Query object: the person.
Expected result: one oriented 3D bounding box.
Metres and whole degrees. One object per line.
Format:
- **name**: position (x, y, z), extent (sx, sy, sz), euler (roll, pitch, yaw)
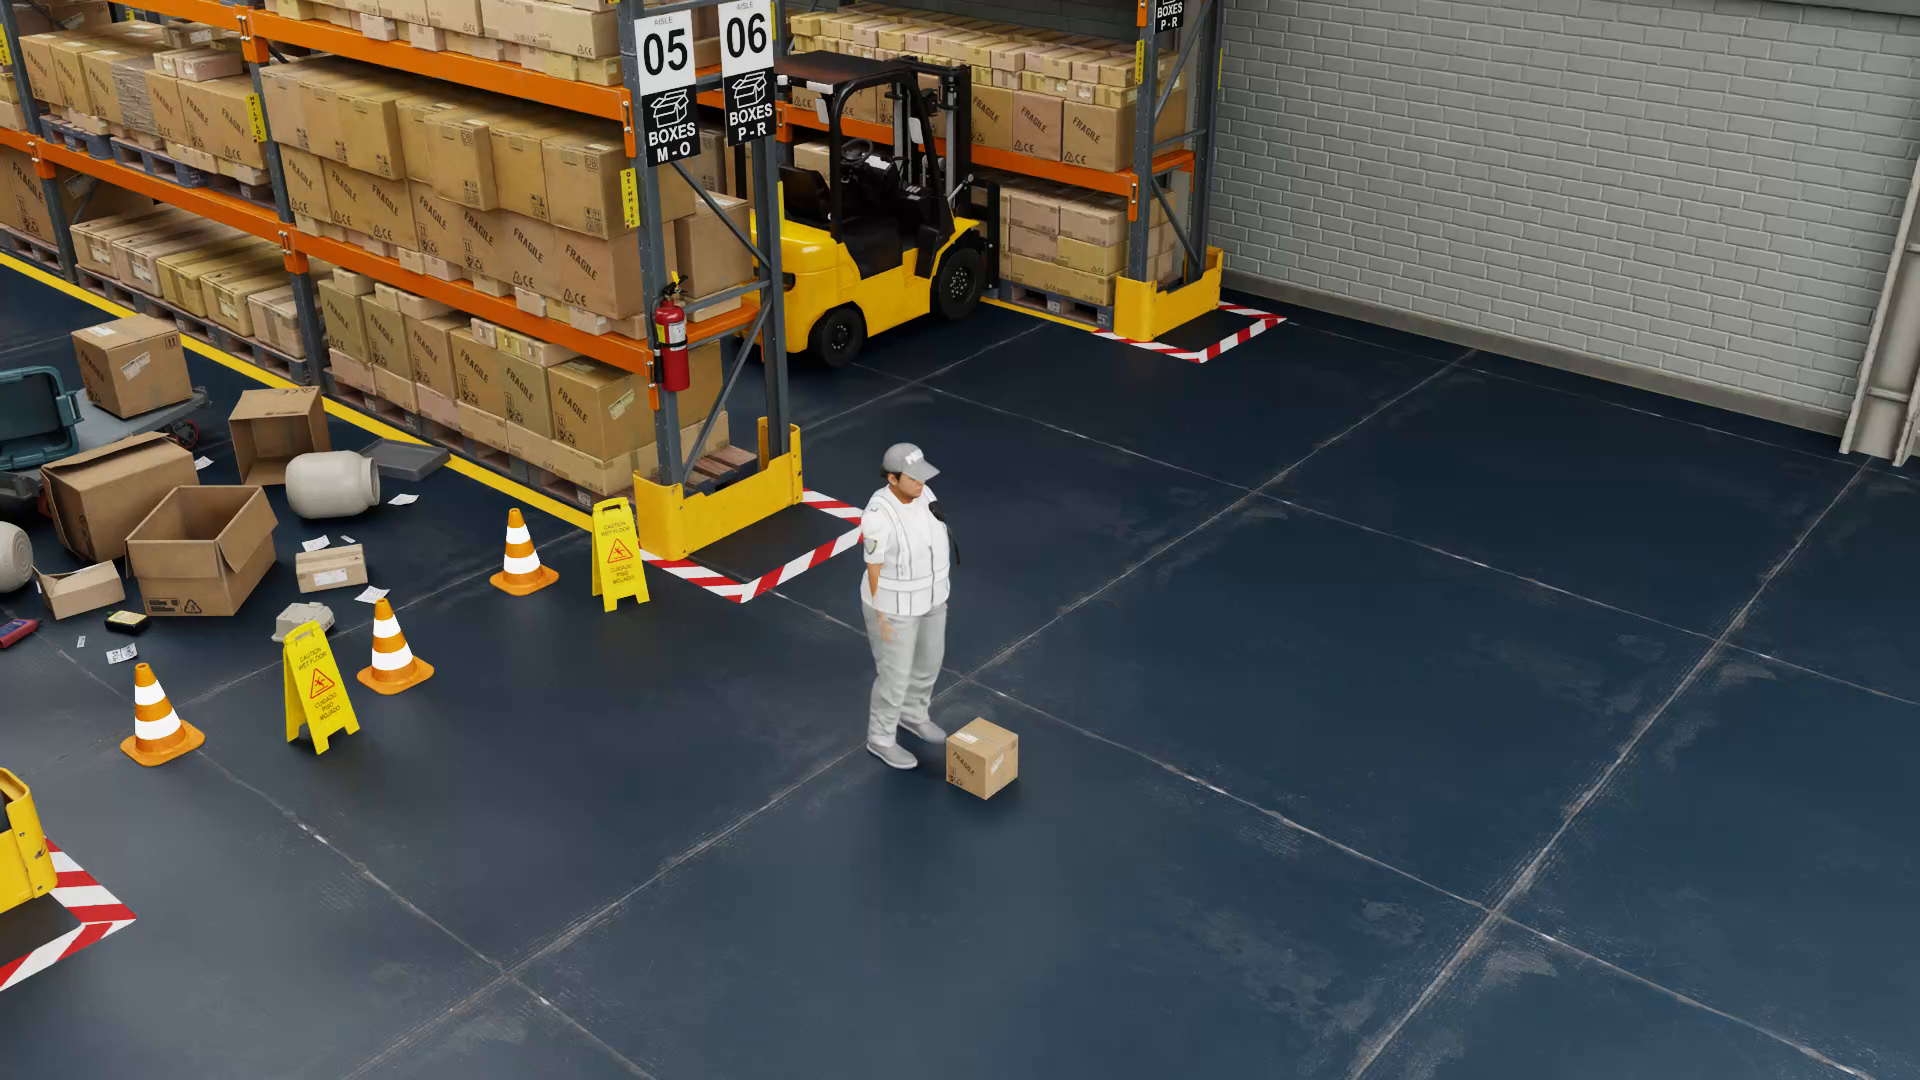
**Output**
- **person**: position (-0.244, 0.306, 8.051), extent (0.390, 1.672, 0.467), euler (22, 35, 36)
